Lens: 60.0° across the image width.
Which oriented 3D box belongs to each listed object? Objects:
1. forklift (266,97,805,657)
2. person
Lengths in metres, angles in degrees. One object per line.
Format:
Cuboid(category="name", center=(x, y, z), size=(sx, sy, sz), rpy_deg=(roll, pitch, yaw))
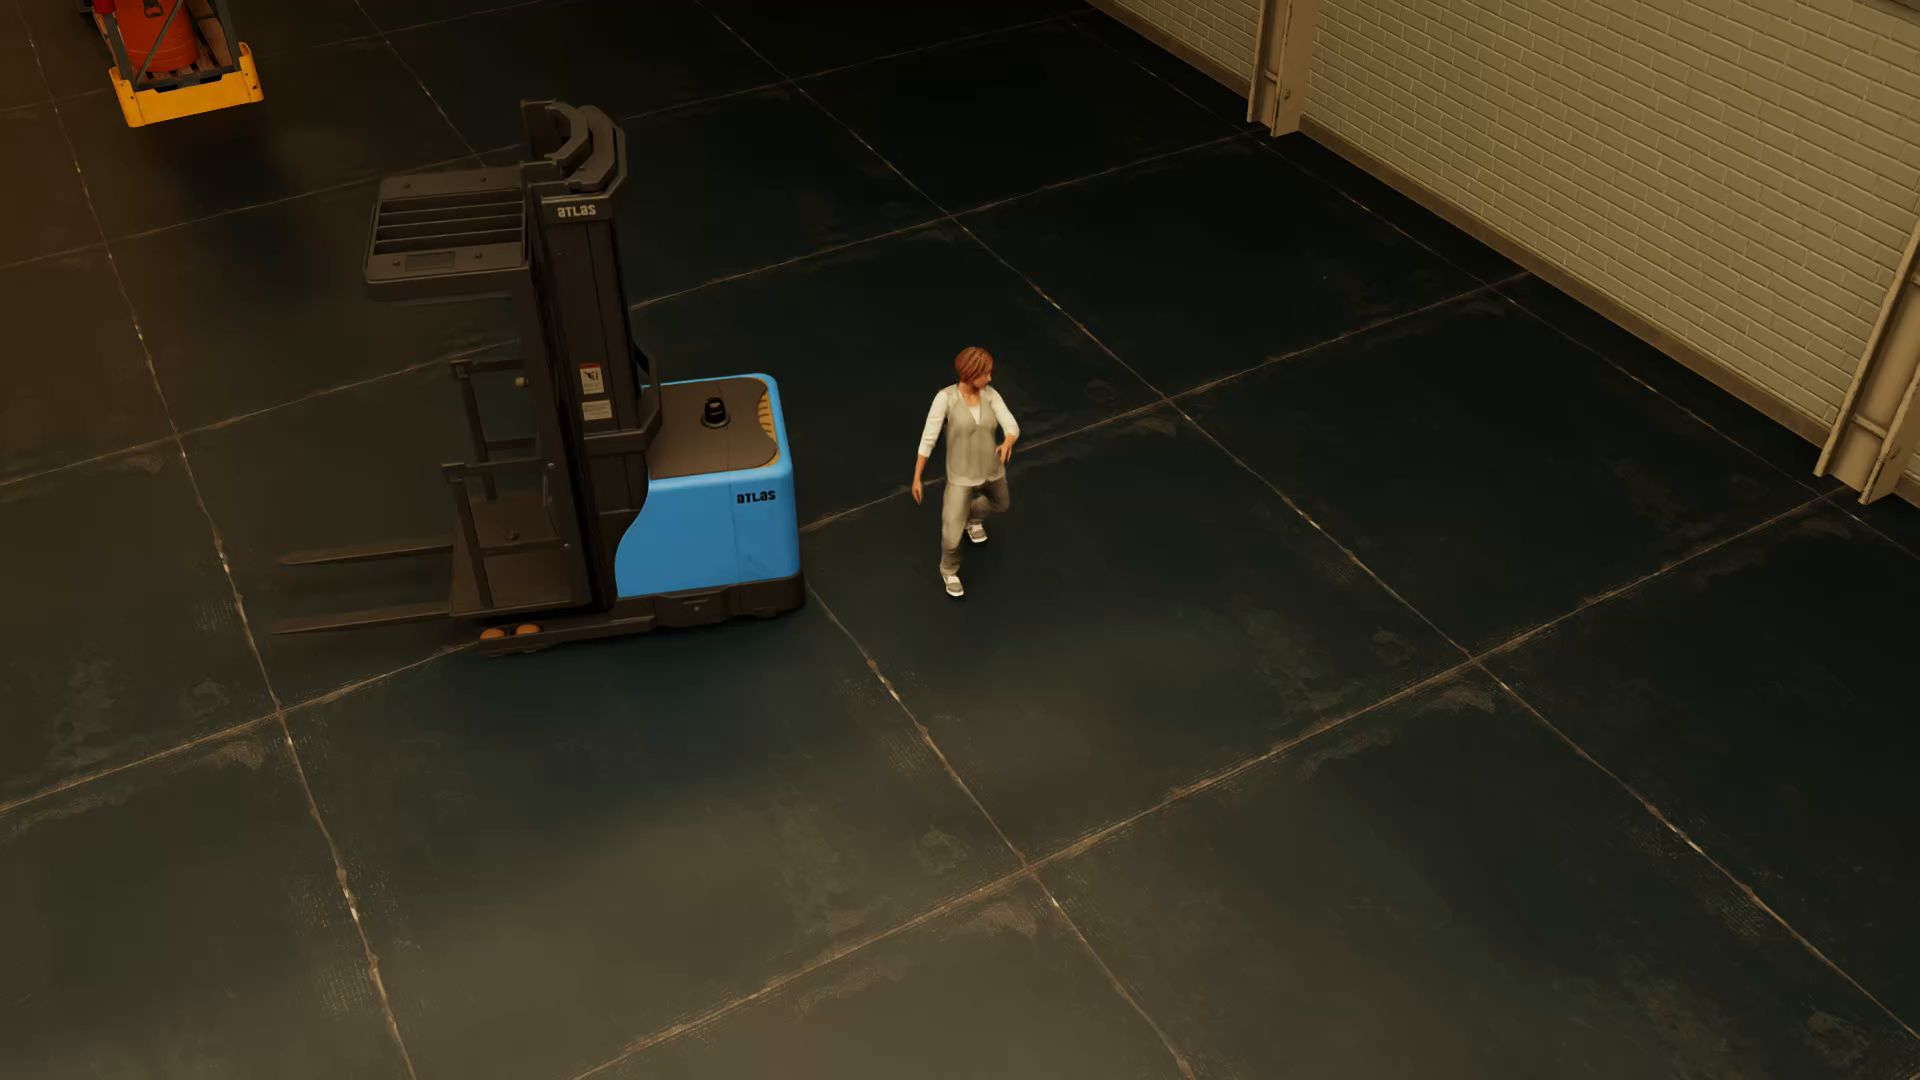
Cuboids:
Cuboid(category="forklift", center=(-2.481, -0.825, 9.031), size=(3.031, 2.935, 1.130), rpy_deg=(-7, 40, -8))
Cuboid(category="person", center=(0.024, -0.346, 9.600), size=(0.712, 1.450, 0.794), rpy_deg=(-25, 46, -27))
